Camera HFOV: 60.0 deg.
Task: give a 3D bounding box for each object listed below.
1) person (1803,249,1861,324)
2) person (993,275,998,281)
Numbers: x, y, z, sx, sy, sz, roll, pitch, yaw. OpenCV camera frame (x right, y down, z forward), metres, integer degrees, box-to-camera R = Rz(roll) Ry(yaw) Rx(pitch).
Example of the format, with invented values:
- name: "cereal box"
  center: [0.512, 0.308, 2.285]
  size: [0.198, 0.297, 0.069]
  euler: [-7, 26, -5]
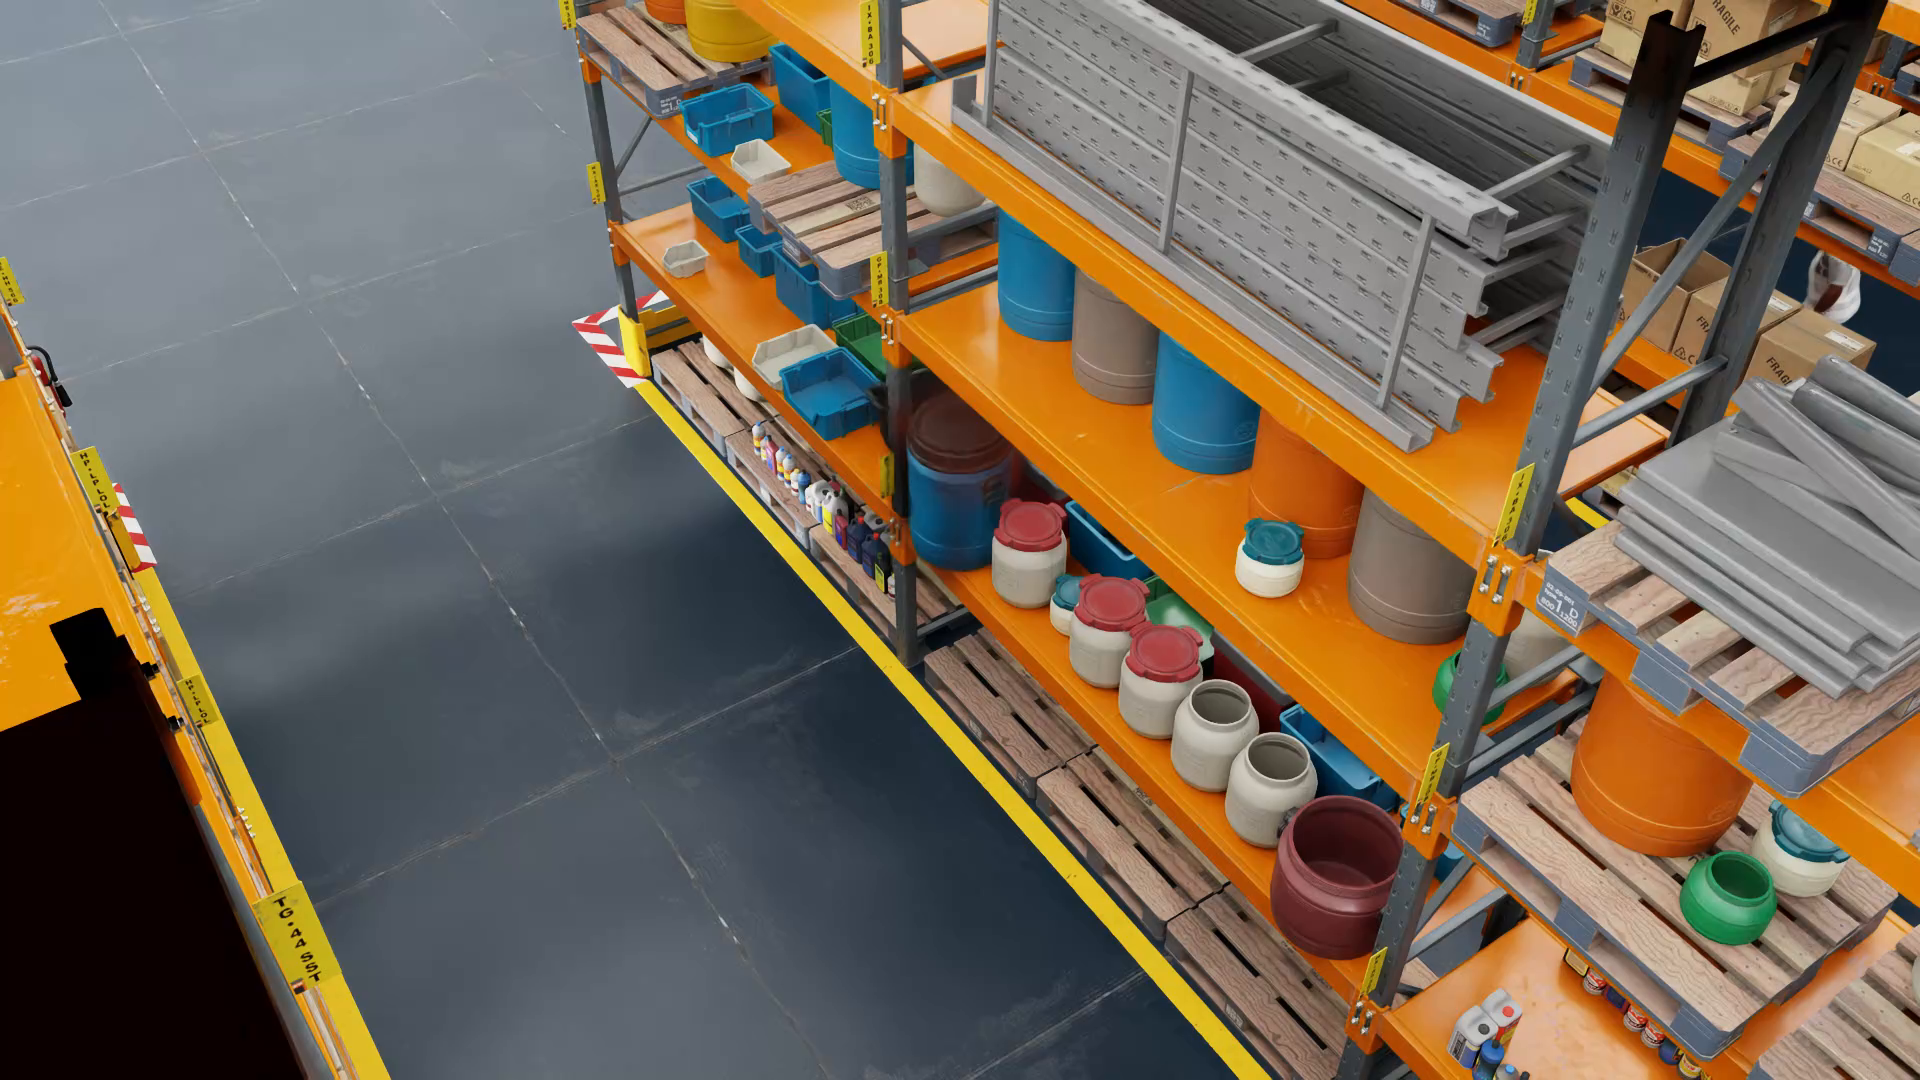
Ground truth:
- name: "person"
  center: [6.509, -1.708, 12.356]
  size: [0.644, 1.730, 0.683]
  euler: [-31, 51, -29]
- name: "person"
  center: [0.530, -2.155, 12.769]
  size: [1.115, 1.702, 0.600]
  euler: [18, 46, 19]
